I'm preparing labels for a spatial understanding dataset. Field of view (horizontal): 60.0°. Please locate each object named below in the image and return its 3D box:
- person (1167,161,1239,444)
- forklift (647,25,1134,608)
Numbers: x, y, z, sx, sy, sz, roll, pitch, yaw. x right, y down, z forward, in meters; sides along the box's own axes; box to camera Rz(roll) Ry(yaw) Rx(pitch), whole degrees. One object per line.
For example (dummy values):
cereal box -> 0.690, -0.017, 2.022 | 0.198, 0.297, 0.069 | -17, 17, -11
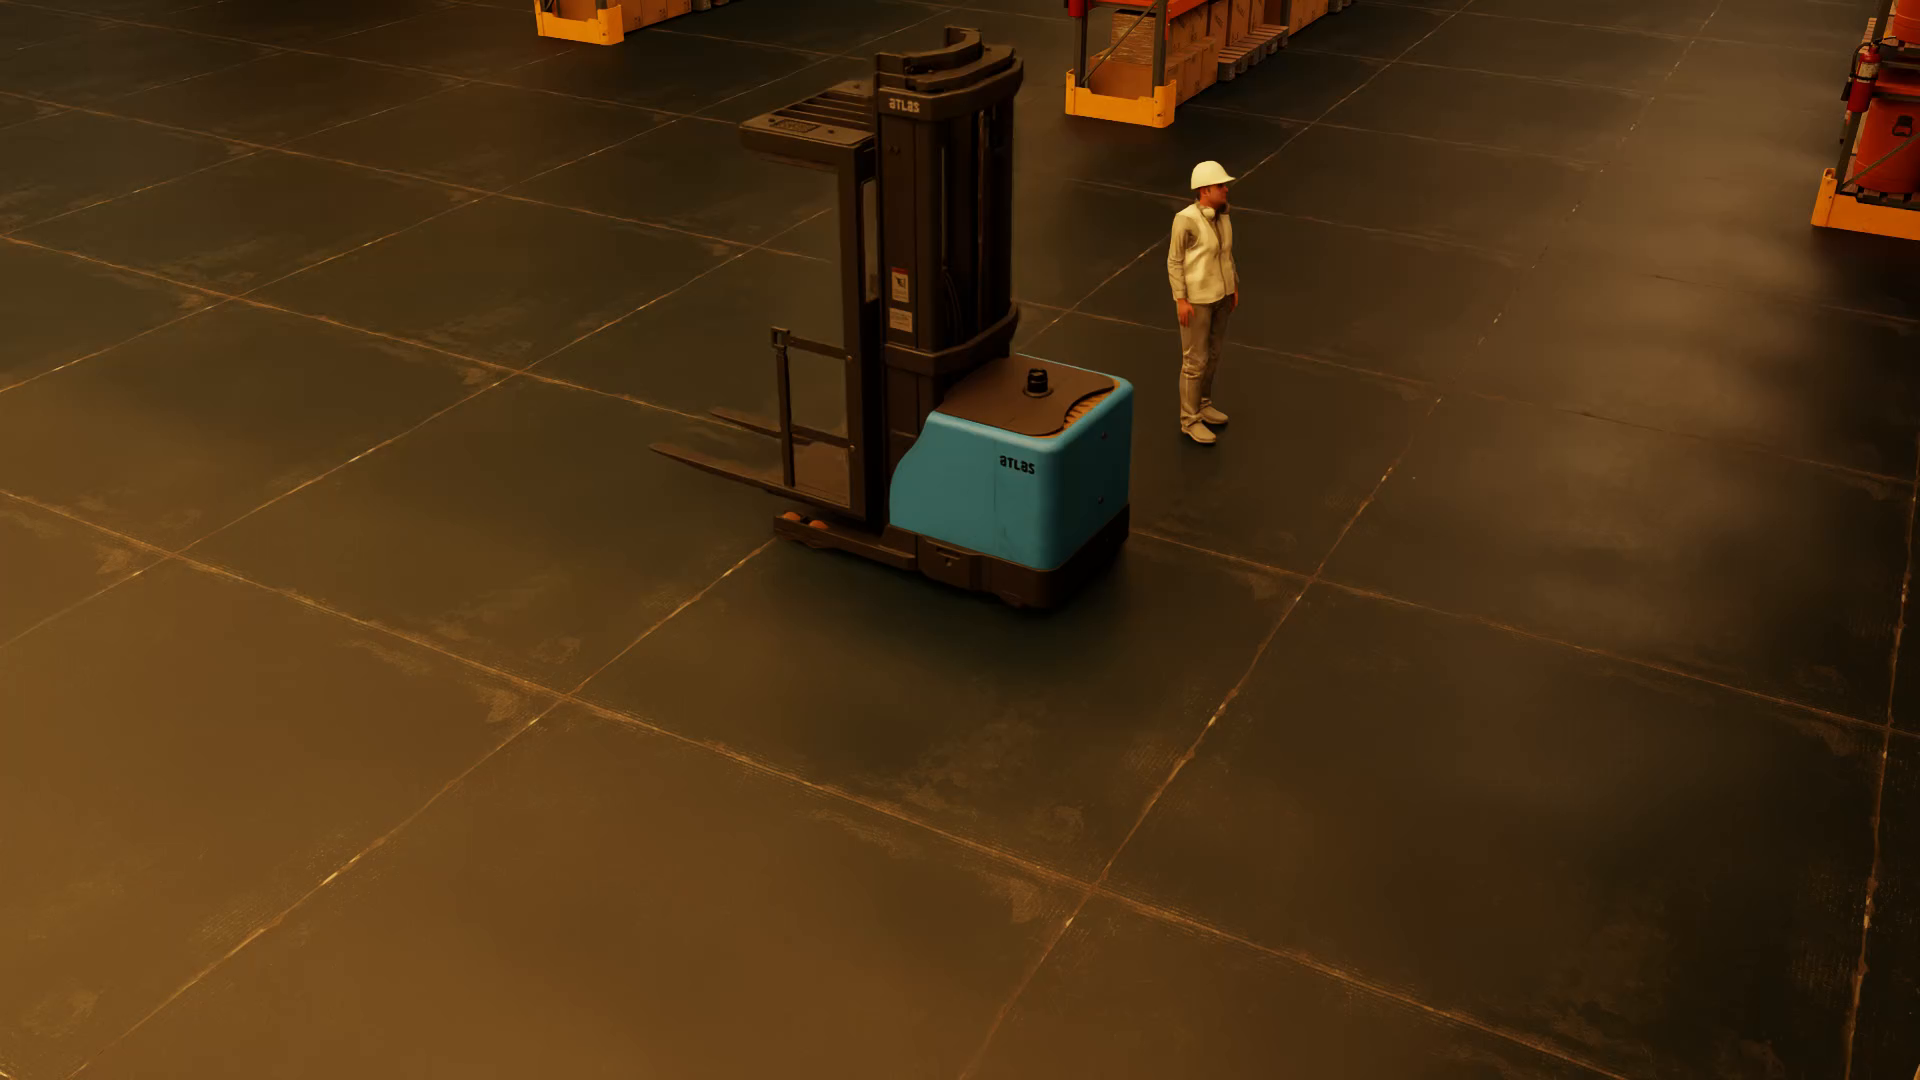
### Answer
person -> 1.670, -1.589, 10.969 | 0.569, 1.774, 0.627 | 26, 39, 37
forklift -> -0.527, -1.425, 9.539 | 3.031, 2.935, 1.130 | 17, 34, 27
